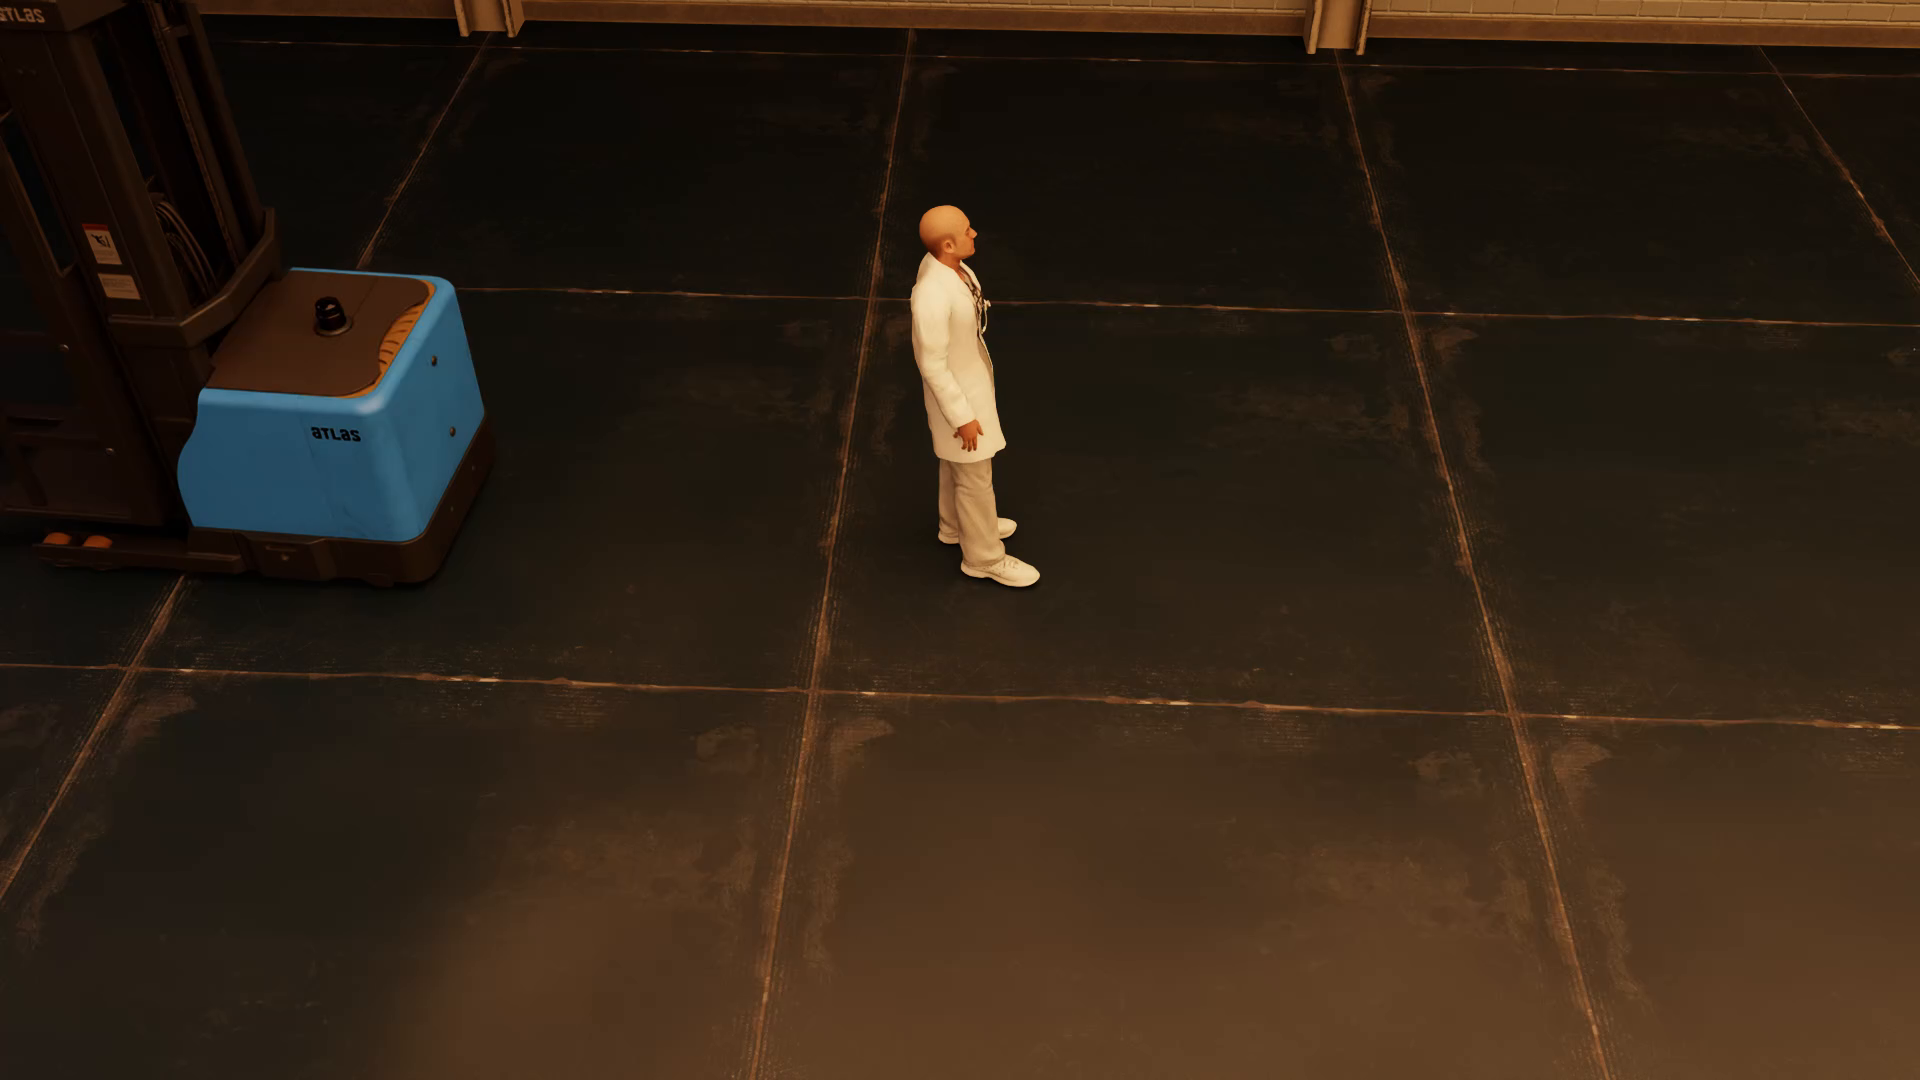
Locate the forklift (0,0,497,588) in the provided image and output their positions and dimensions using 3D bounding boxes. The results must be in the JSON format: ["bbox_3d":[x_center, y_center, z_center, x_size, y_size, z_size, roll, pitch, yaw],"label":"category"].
[{"bbox_3d":[-3.862,-1.291,7.156,3.031,2.935,1.130,4,43,5],"label":"forklift"}]

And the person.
[{"bbox_3d":[0.090,-0.656,7.305,0.581,1.776,0.696,2,42,2],"label":"person"}]
